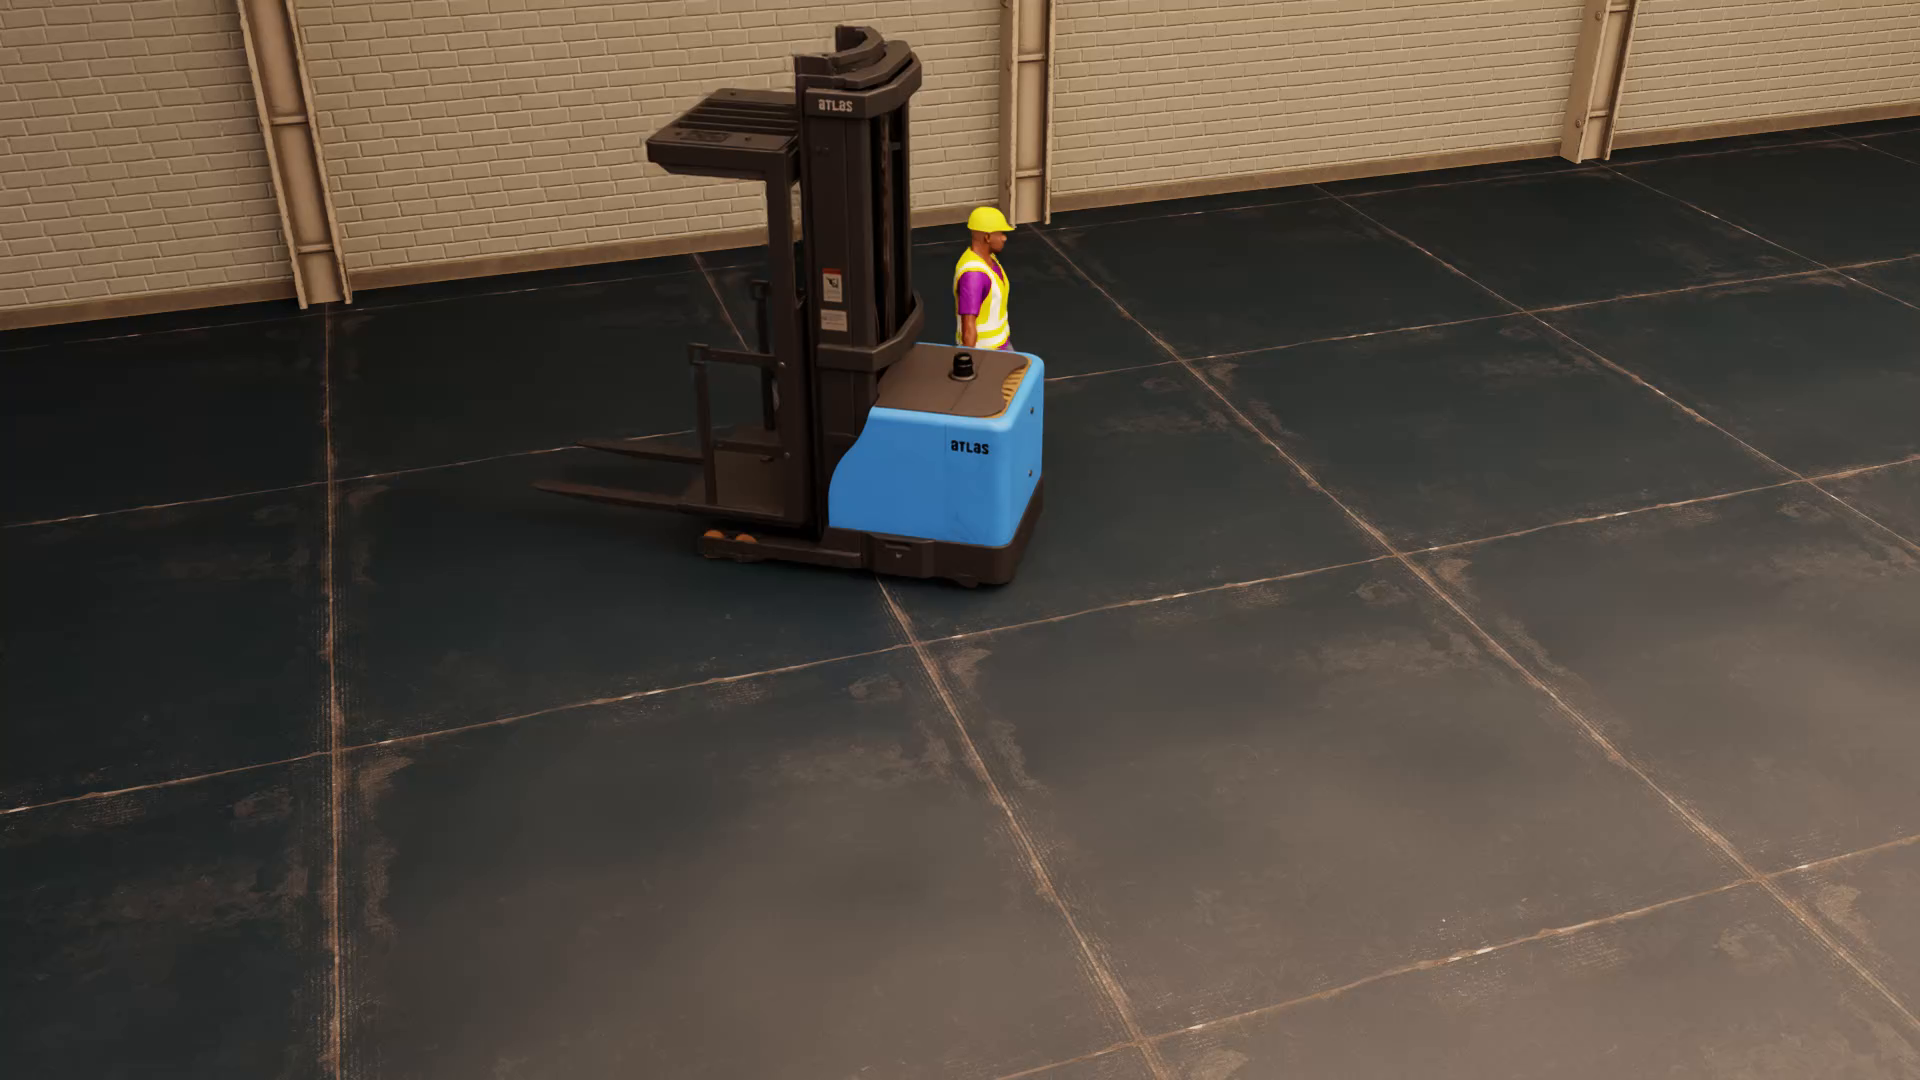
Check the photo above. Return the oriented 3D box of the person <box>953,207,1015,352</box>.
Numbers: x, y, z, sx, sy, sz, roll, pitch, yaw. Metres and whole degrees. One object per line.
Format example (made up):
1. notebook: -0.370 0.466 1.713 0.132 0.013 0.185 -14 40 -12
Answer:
1. person: 0.157 -1.229 10.507 0.396 1.742 0.866 6 31 11

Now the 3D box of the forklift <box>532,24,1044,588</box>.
1. forklift: -1.065 -1.382 9.488 3.031 2.935 1.130 7 31 12
